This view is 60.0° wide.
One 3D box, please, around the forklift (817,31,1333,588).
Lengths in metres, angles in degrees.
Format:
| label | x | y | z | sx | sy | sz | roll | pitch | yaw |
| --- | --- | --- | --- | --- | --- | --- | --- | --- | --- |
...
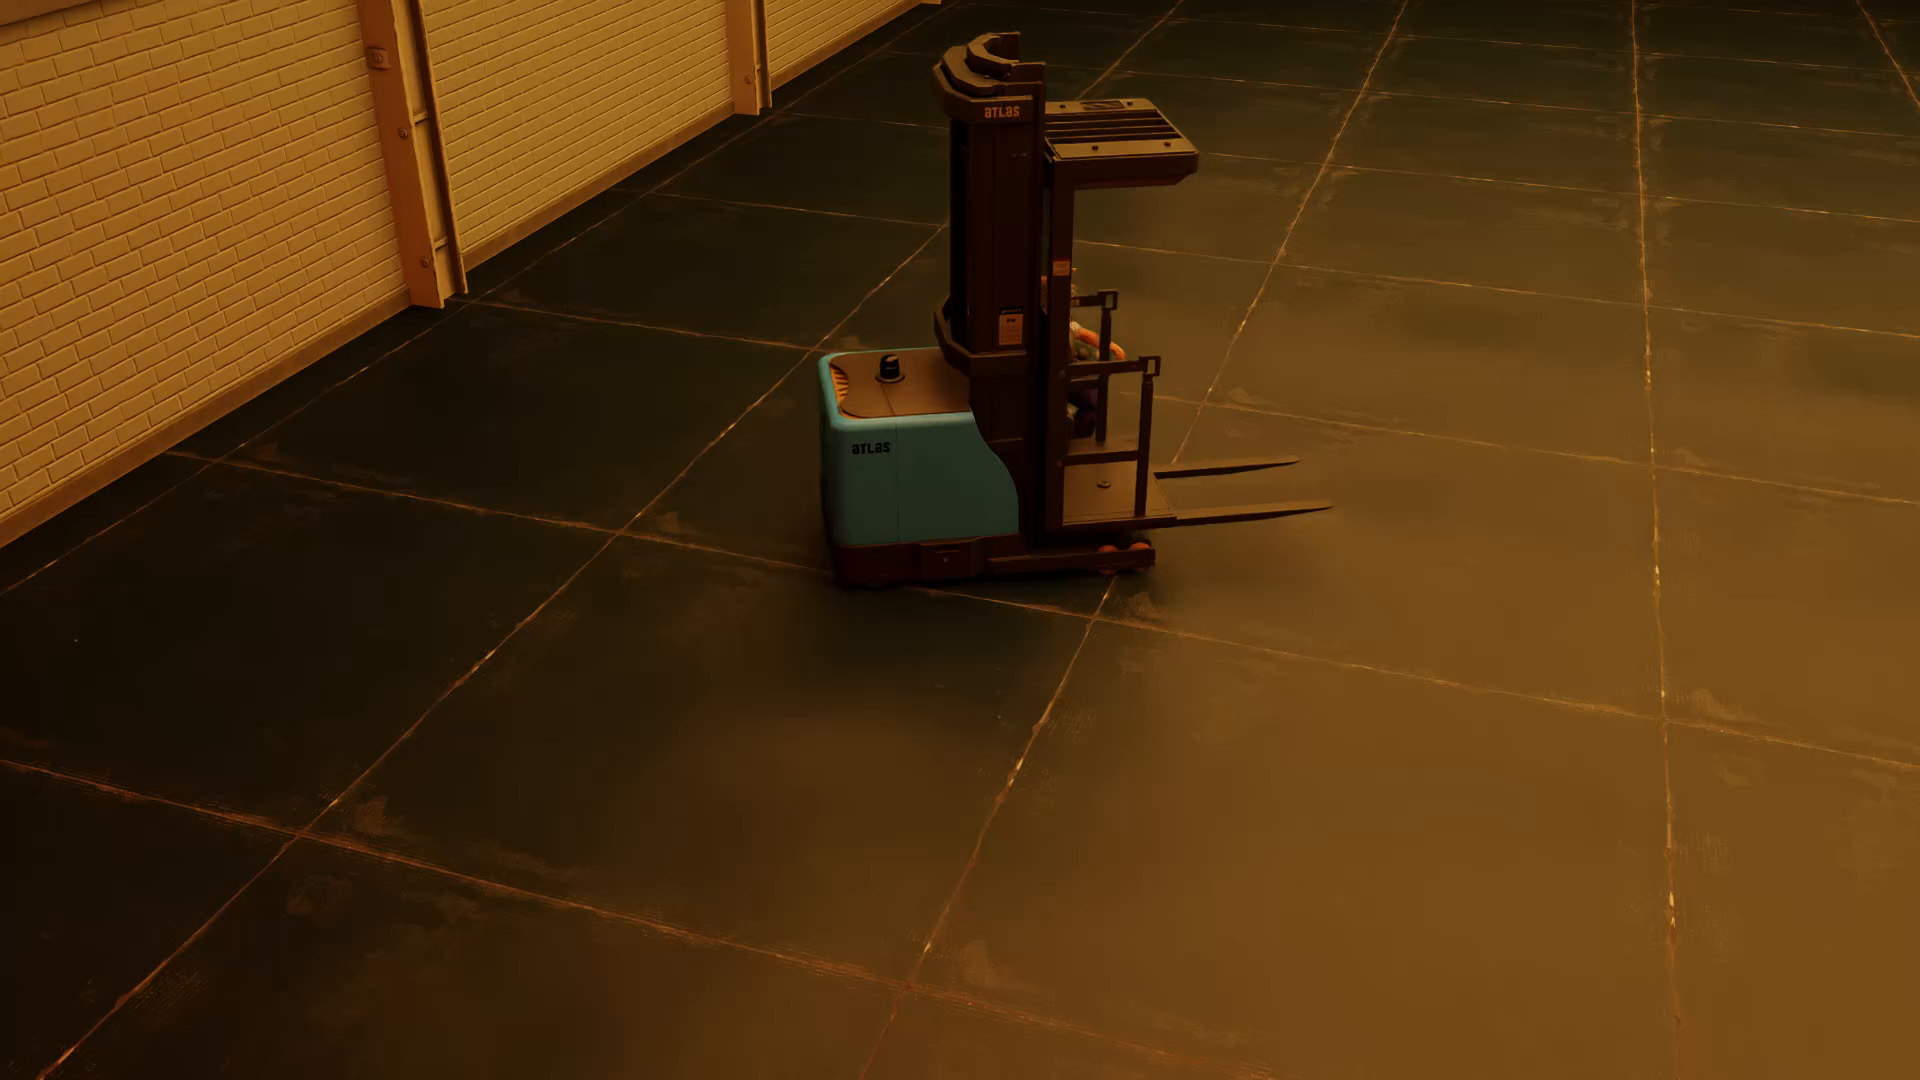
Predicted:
| label | x | y | z | sx | sy | sz | roll | pitch | yaw |
| --- | --- | --- | --- | --- | --- | --- | --- | --- | --- |
| forklift | 0.702 | -1.329 | 9.467 | 3.031 | 2.935 | 1.130 | -5 | 30 | -8 |

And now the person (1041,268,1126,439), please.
| label | x | y | z | sx | sy | sz | roll | pitch | yaw |
| --- | --- | --- | --- | --- | --- | --- | --- | --- | --- |
| person | 0.582 | -1.064 | 10.467 | 0.898 | 1.424 | 0.787 | 8 | 31 | 13 |
